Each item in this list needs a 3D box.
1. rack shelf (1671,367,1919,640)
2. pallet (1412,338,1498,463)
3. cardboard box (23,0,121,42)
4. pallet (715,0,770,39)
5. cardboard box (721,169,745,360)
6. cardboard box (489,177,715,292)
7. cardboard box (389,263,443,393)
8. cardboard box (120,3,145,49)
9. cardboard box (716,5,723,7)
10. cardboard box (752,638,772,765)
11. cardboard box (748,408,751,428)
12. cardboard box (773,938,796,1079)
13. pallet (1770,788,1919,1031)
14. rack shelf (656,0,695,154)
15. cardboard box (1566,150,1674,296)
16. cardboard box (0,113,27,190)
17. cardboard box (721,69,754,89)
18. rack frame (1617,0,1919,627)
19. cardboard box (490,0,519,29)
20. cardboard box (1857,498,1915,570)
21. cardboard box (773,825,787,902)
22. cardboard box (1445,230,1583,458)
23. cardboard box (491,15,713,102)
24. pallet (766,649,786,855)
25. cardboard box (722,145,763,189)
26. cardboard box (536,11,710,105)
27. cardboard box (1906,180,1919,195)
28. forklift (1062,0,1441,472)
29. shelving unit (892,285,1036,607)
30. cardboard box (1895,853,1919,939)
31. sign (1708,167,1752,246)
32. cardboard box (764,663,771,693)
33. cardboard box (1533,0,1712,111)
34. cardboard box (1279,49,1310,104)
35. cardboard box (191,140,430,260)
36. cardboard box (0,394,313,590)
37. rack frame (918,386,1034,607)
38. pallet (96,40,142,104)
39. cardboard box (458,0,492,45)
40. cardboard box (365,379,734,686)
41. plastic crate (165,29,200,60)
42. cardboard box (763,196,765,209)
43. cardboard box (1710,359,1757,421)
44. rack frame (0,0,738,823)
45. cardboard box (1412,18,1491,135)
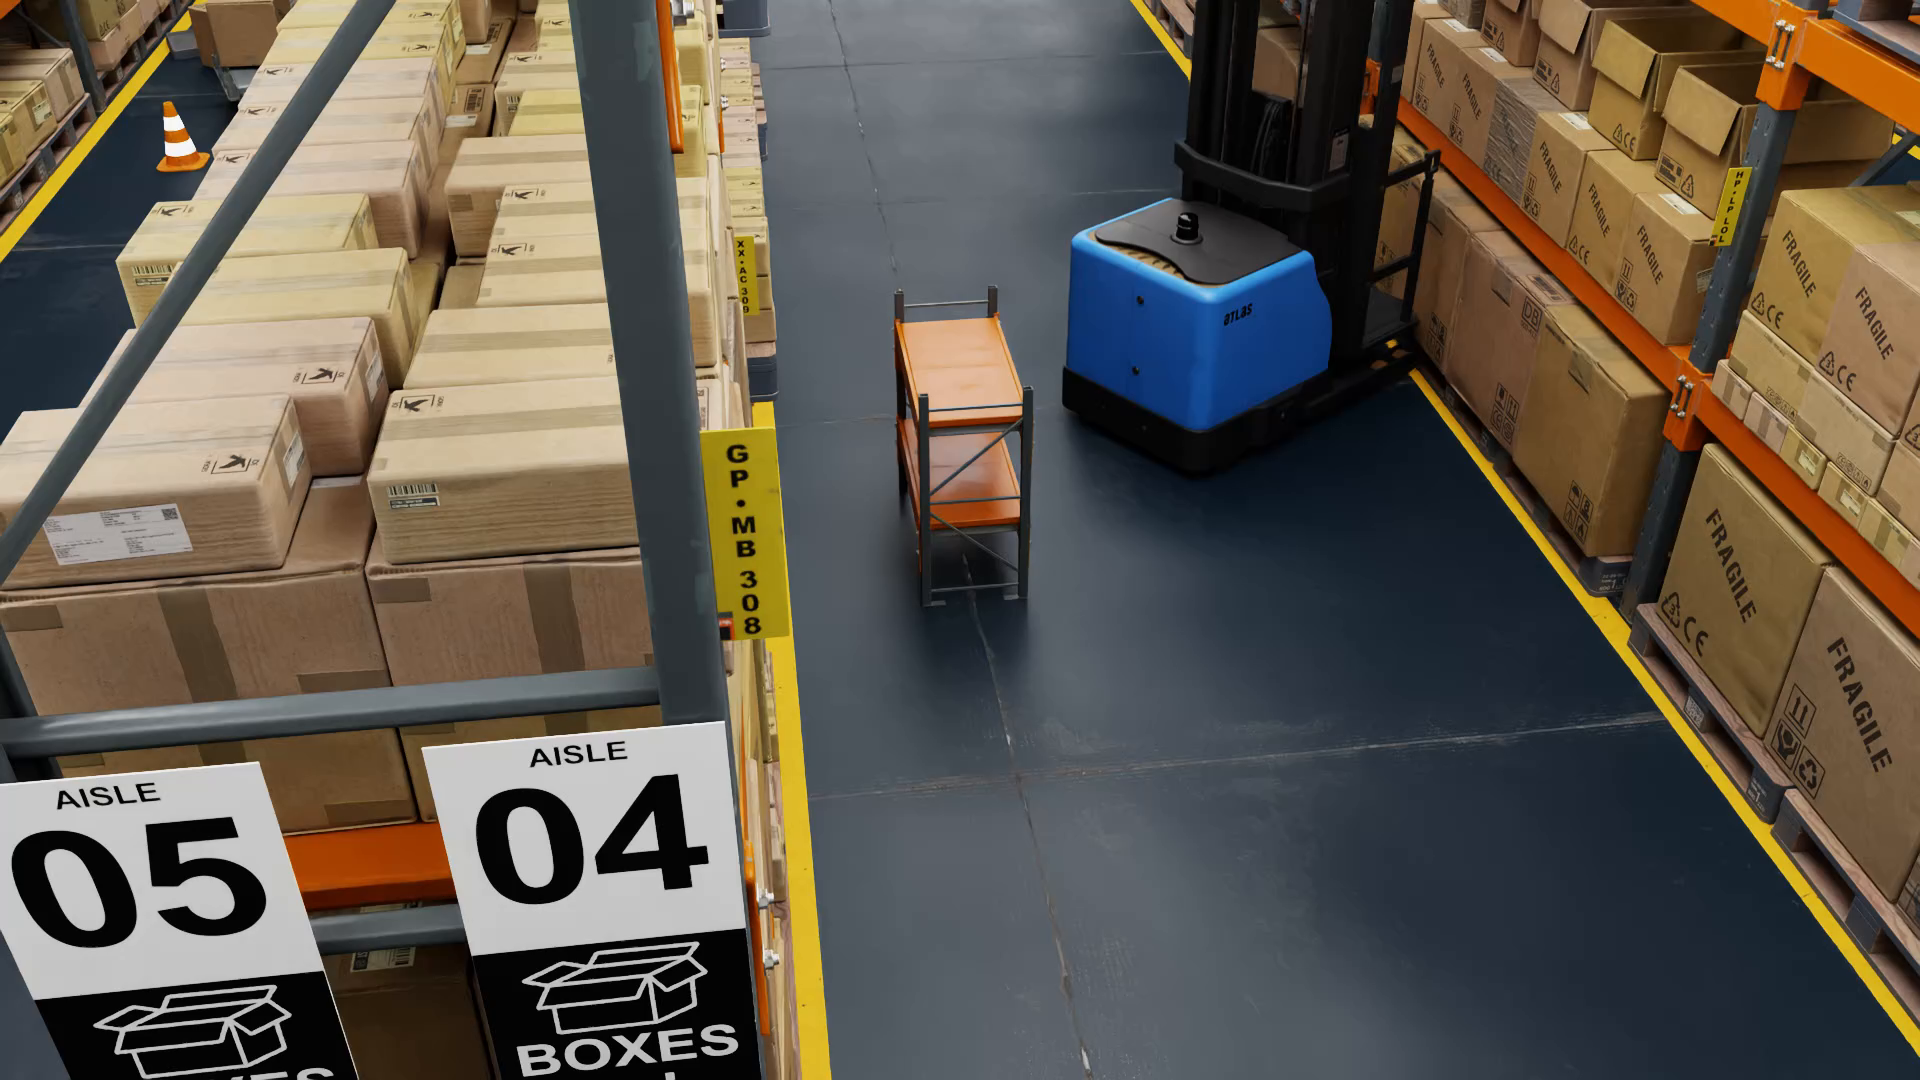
[{"bbox_3d":[3.843,0.502,5.489,1.077,0.370,4.000,-4,35,-6],"label":"rack shelf"},{"bbox_3d":[3.228,-0.867,9.334,1.003,0.211,1.213,-4,35,-6],"label":"pallet"},{"bbox_3d":[-7.134,-4.322,13.332,0.500,0.500,0.500,-3,34,-4],"label":"cardboard box"},{"bbox_3d":[-1.332,-2.107,6.181,1.213,0.211,1.003,-4,35,-6],"label":"pallet"},{"bbox_3d":[-1.024,-0.928,5.707,0.500,0.500,0.500,-6,35,-8],"label":"cardboard box"},{"bbox_3d":[-0.647,-0.543,3.056,0.380,0.149,0.250,-4,34,-6],"label":"cardboard box"},{"bbox_3d":[-1.201,-0.267,3.005,0.500,0.250,0.500,-5,35,-8],"label":"cardboard box"},{"bbox_3d":[-7.217,-4.309,13.979,0.500,0.250,0.500,-3,34,-4],"label":"cardboard box"},{"bbox_3d":[-1.373,-2.901,9.166,0.380,0.149,0.250,-6,35,-8],"label":"cardboard box"},{"bbox_3d":[-0.736,0.219,4.025,0.500,0.500,0.500,-5,35,-7],"label":"cardboard box"},{"bbox_3d":[-0.941,-0.218,5.554,0.500,0.500,0.500,-5,35,-8],"label":"cardboard box"},{"bbox_3d":[-0.604,1.204,3.467,0.500,0.500,0.500,-3,34,-4],"label":"cardboard box"},{"bbox_3d":[3.766,1.353,6.077,1.003,0.211,1.213,-4,35,-6],"label":"pallet"},{"bbox_3d":[-1.086,-1.657,3.332,1.077,0.370,4.000,-4,35,-6],"label":"rack shelf"},{"bbox_3d":[3.180,-1.470,7.655,0.500,0.500,0.500,-3,34,-5],"label":"cardboard box"},{"bbox_3d":[-7.054,-2.632,11.409,0.950,0.372,0.625,-3,34,-5],"label":"cardboard box"},{"bbox_3d":[-1.201,-2.180,8.107,0.380,0.149,0.250,-3,34,-4],"label":"cardboard box"},{"bbox_3d":[3.574,-0.912,6.924,1.000,3.000,0.127,-4,35,-6],"label":"rack frame"},{"bbox_3d":[-1.466,-1.411,4.683,0.500,0.250,0.500,-5,35,-7],"label":"cardboard box"},{"bbox_3d":[3.427,-0.035,5.860,0.380,0.149,0.250,-5,35,-7],"label":"cardboard box"},{"bbox_3d":[-0.825,1.183,6.010,0.380,0.149,0.250,-4,35,-6],"label":"cardboard box"},{"bbox_3d":[3.347,-1.061,8.658,1.225,0.875,0.875,-6,35,-8],"label":"cardboard box"},{"bbox_3d":[-0.908,-1.157,4.309,0.500,0.250,0.500,-3,34,-4],"label":"cardboard box"},{"bbox_3d":[-1.229,0.932,6.695,1.003,0.211,1.213,-4,35,-6],"label":"pallet"},{"bbox_3d":[-1.059,-1.601,7.257,0.380,0.149,0.250,-5,35,-7],"label":"cardboard box"},{"bbox_3d":[-0.788,-1.128,3.913,0.380,0.149,0.250,-5,35,-7],"label":"cardboard box"},{"bbox_3d":[3.900,-1.046,6.325,0.500,0.500,0.500,-3,34,-5],"label":"cardboard box"},{"bbox_3d":[2.002,-2.269,8.977,3.031,2.935,1.130,-27,42,-33],"label":"forklift"},{"bbox_3d":[0.001,-0.461,7.928,0.538,1.125,1.048,-4,35,-6],"label":"shelving unit"},{"bbox_3d":[3.824,1.166,5.389,0.875,0.875,0.875,-4,35,-6],"label":"cardboard box"},{"bbox_3d":[3.037,-1.311,6.552,0.100,0.325,0.005,-4,35,-6],"label":"sign"},{"bbox_3d":[-0.949,0.591,6.614,0.380,0.149,0.250,-6,35,-9],"label":"cardboard box"},{"bbox_3d":[3.300,-2.453,8.206,0.797,0.503,0.637,-3,34,-5],"label":"cardboard box"},{"bbox_3d":[2.755,-3.289,12.242,0.700,0.500,0.500,-2,34,-2],"label":"cardboard box"},{"bbox_3d":[-1.241,-0.646,3.206,0.380,0.149,0.250,-5,35,-7],"label":"cardboard box"},{"bbox_3d":[-1.153,-0.072,2.364,0.380,0.149,0.250,-5,35,-7],"label":"cardboard box"},{"bbox_3d":[0.069,-0.177,7.511,0.500,1.125,0.032,-4,35,-6],"label":"rack frame"},{"bbox_3d":[-7.448,-3.845,13.705,1.003,0.211,1.213,-4,35,-6],"label":"pallet"},{"bbox_3d":[-1.417,-1.379,4.282,0.380,0.149,0.250,-5,35,-8],"label":"cardboard box"},{"bbox_3d":[-0.620,-0.015,2.634,0.500,0.250,0.500,-4,34,-6],"label":"cardboard box"},{"bbox_3d":[-6.721,-4.357,14.573,0.402,0.080,0.583,-16,38,-23],"label":"plastic crate"},{"bbox_3d":[-1.060,-1.473,7.334,0.380,0.149,0.250,-6,35,-8],"label":"cardboard box"},{"bbox_3d":[3.284,-0.618,6.716,0.380,0.149,0.250,-4,35,-6],"label":"cardboard box"},{"bbox_3d":[-0.817,-0.839,1.491,1.000,3.000,0.127,-4,35,-6],"label":"rack frame"},{"bbox_3d":[2.903,-2.606,9.321,0.500,0.500,0.500,-5,35,-8],"label":"cardboard box"}]
